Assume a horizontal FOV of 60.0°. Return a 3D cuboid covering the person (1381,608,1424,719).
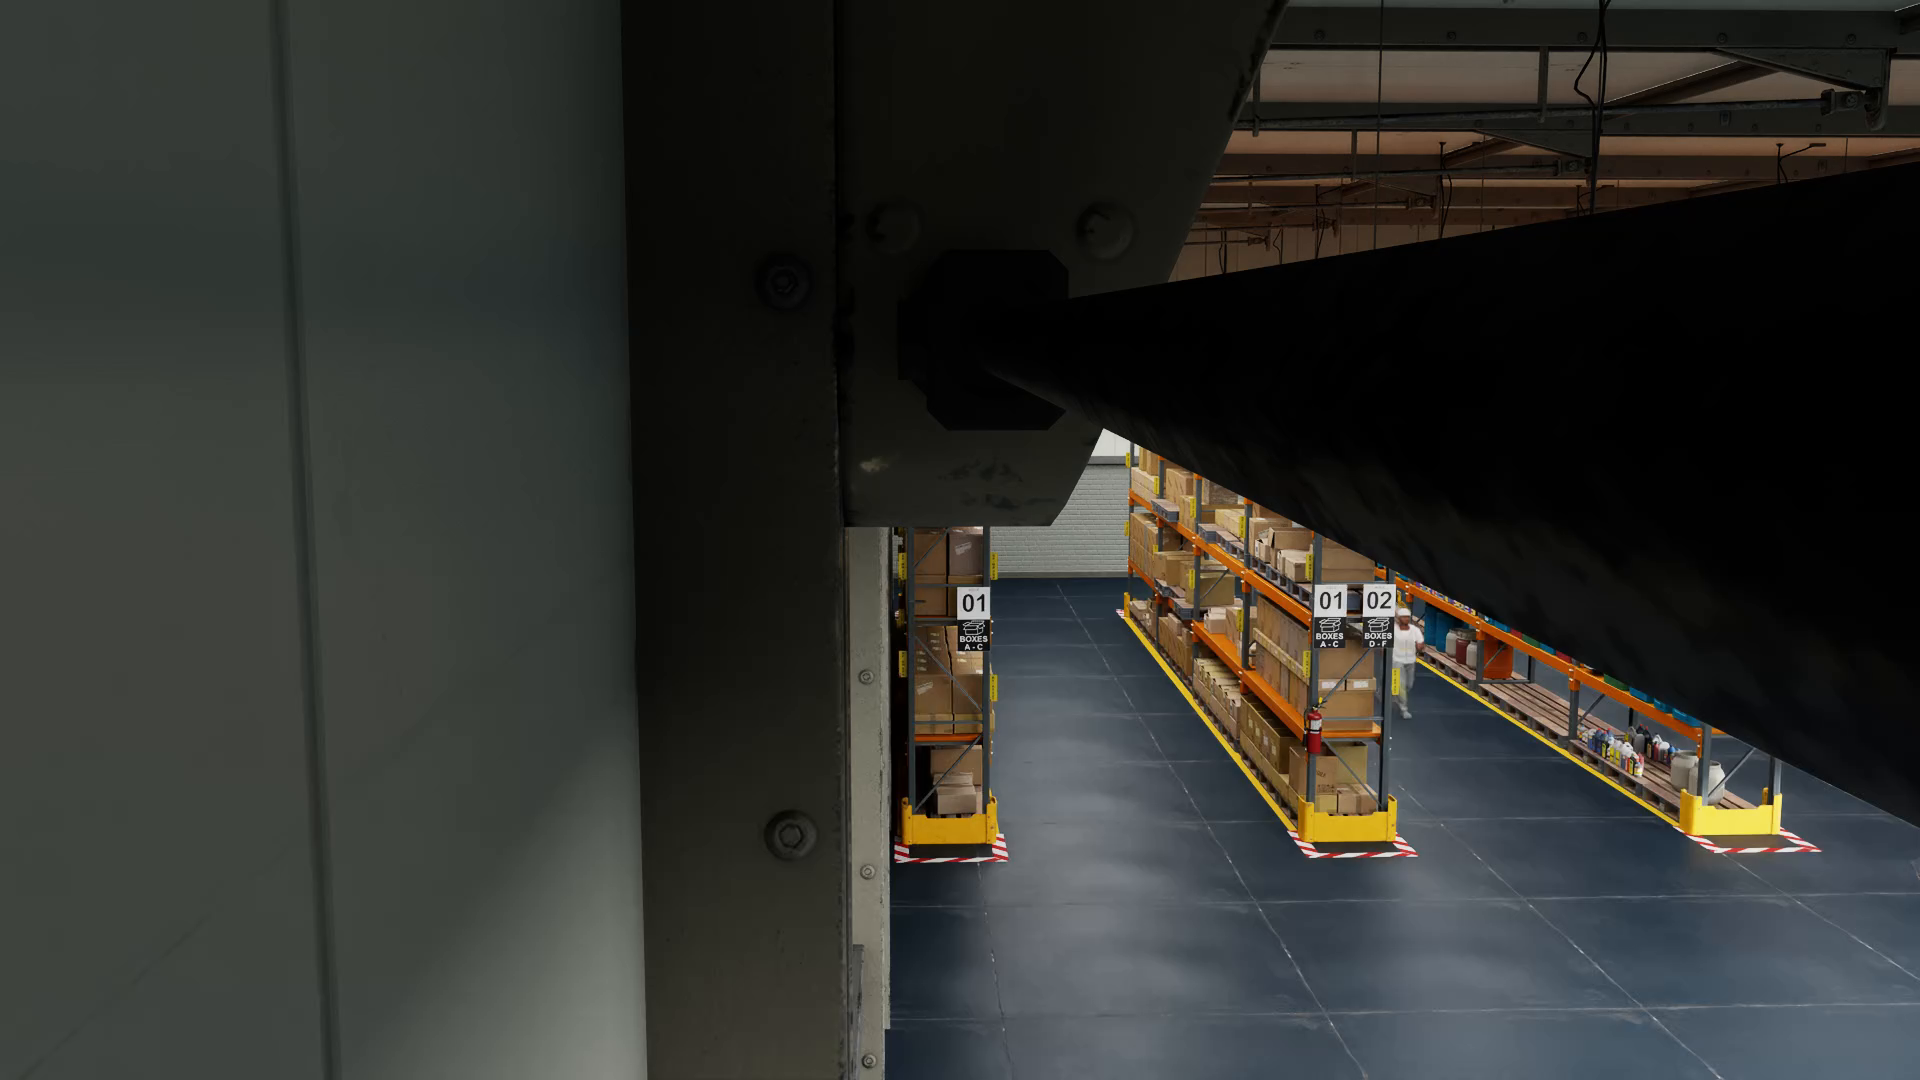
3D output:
[{"bbox_3d":[7.225,1.978,27.129,0.710,1.747,0.968,-1,7,-7],"label":"person"}]
